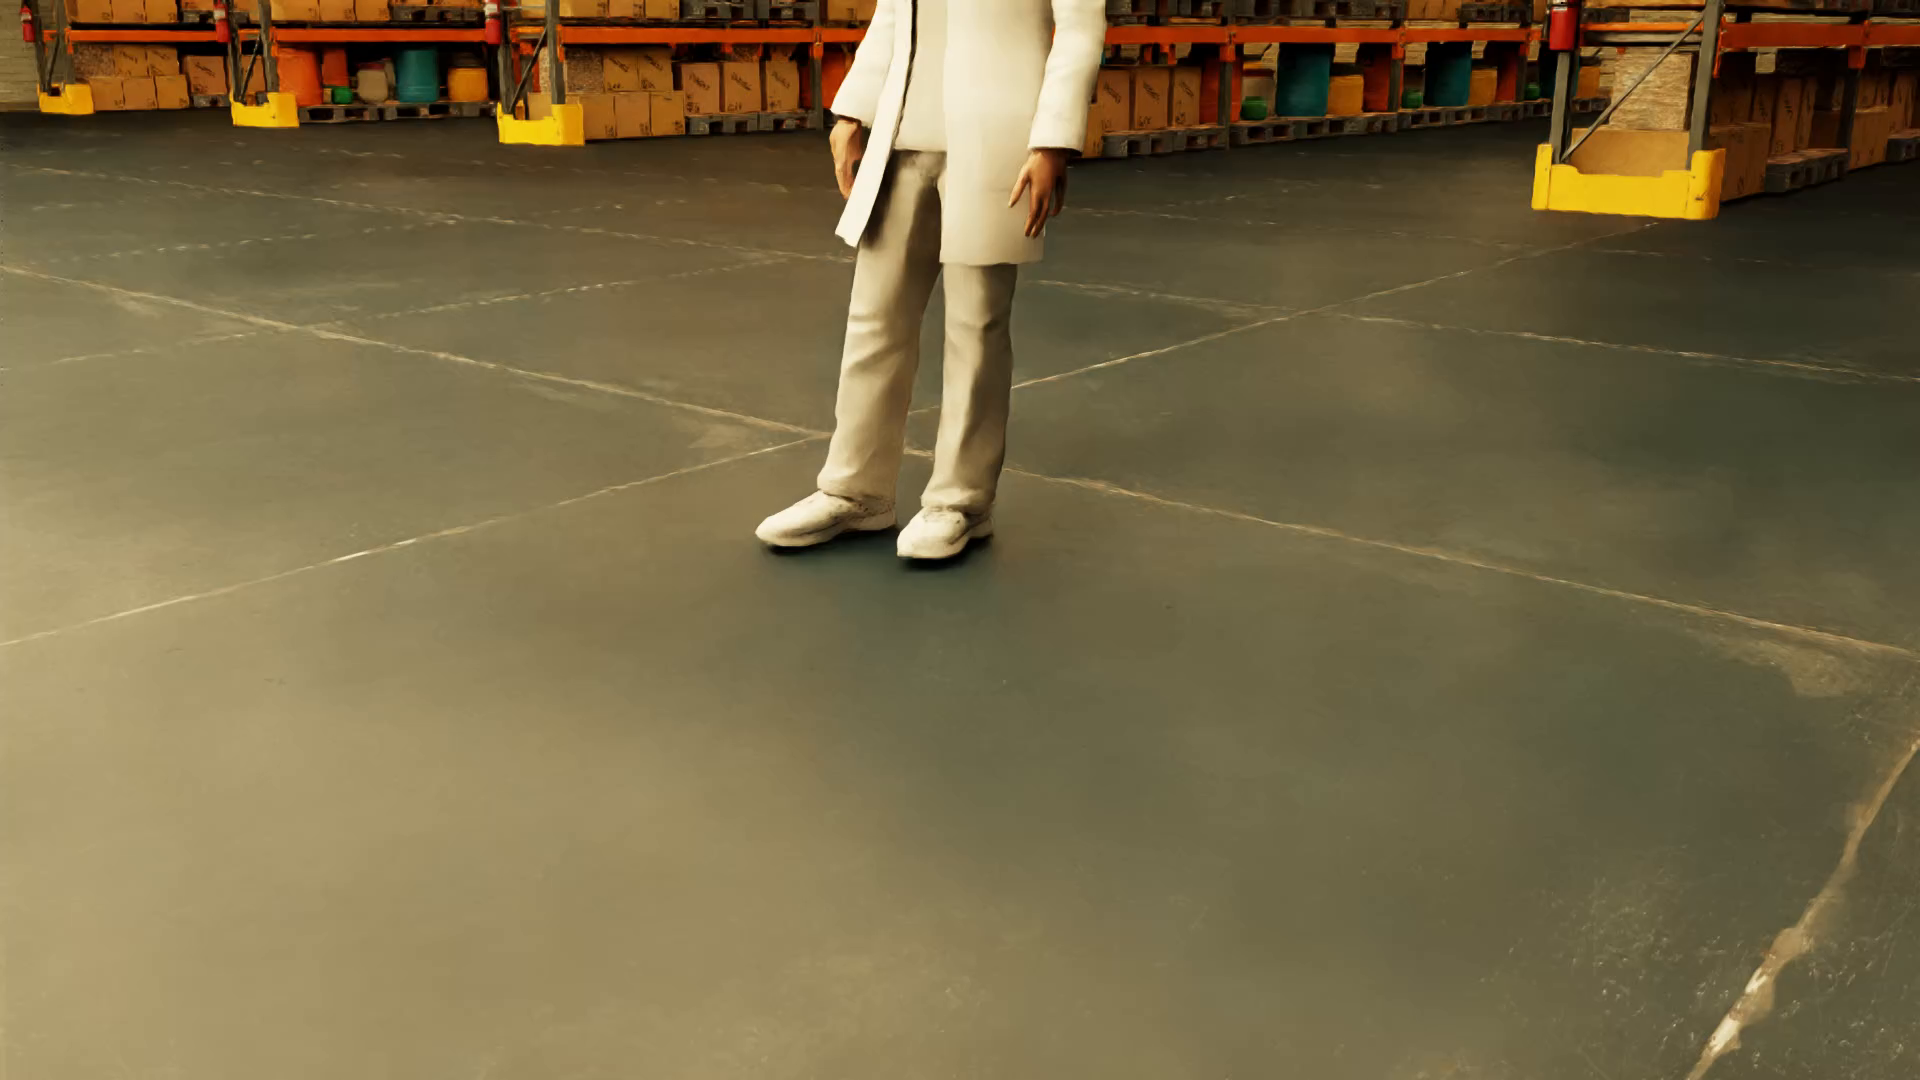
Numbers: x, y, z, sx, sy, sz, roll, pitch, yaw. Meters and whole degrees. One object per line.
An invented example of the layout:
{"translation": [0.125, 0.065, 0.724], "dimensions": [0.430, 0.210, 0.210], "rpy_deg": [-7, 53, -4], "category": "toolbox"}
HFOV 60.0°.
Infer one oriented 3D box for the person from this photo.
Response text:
{"translation": [-0.062, -0.838, 3.617], "dimensions": [0.694, 1.776, 0.579], "rpy_deg": [13, 21, 37], "category": "person"}
